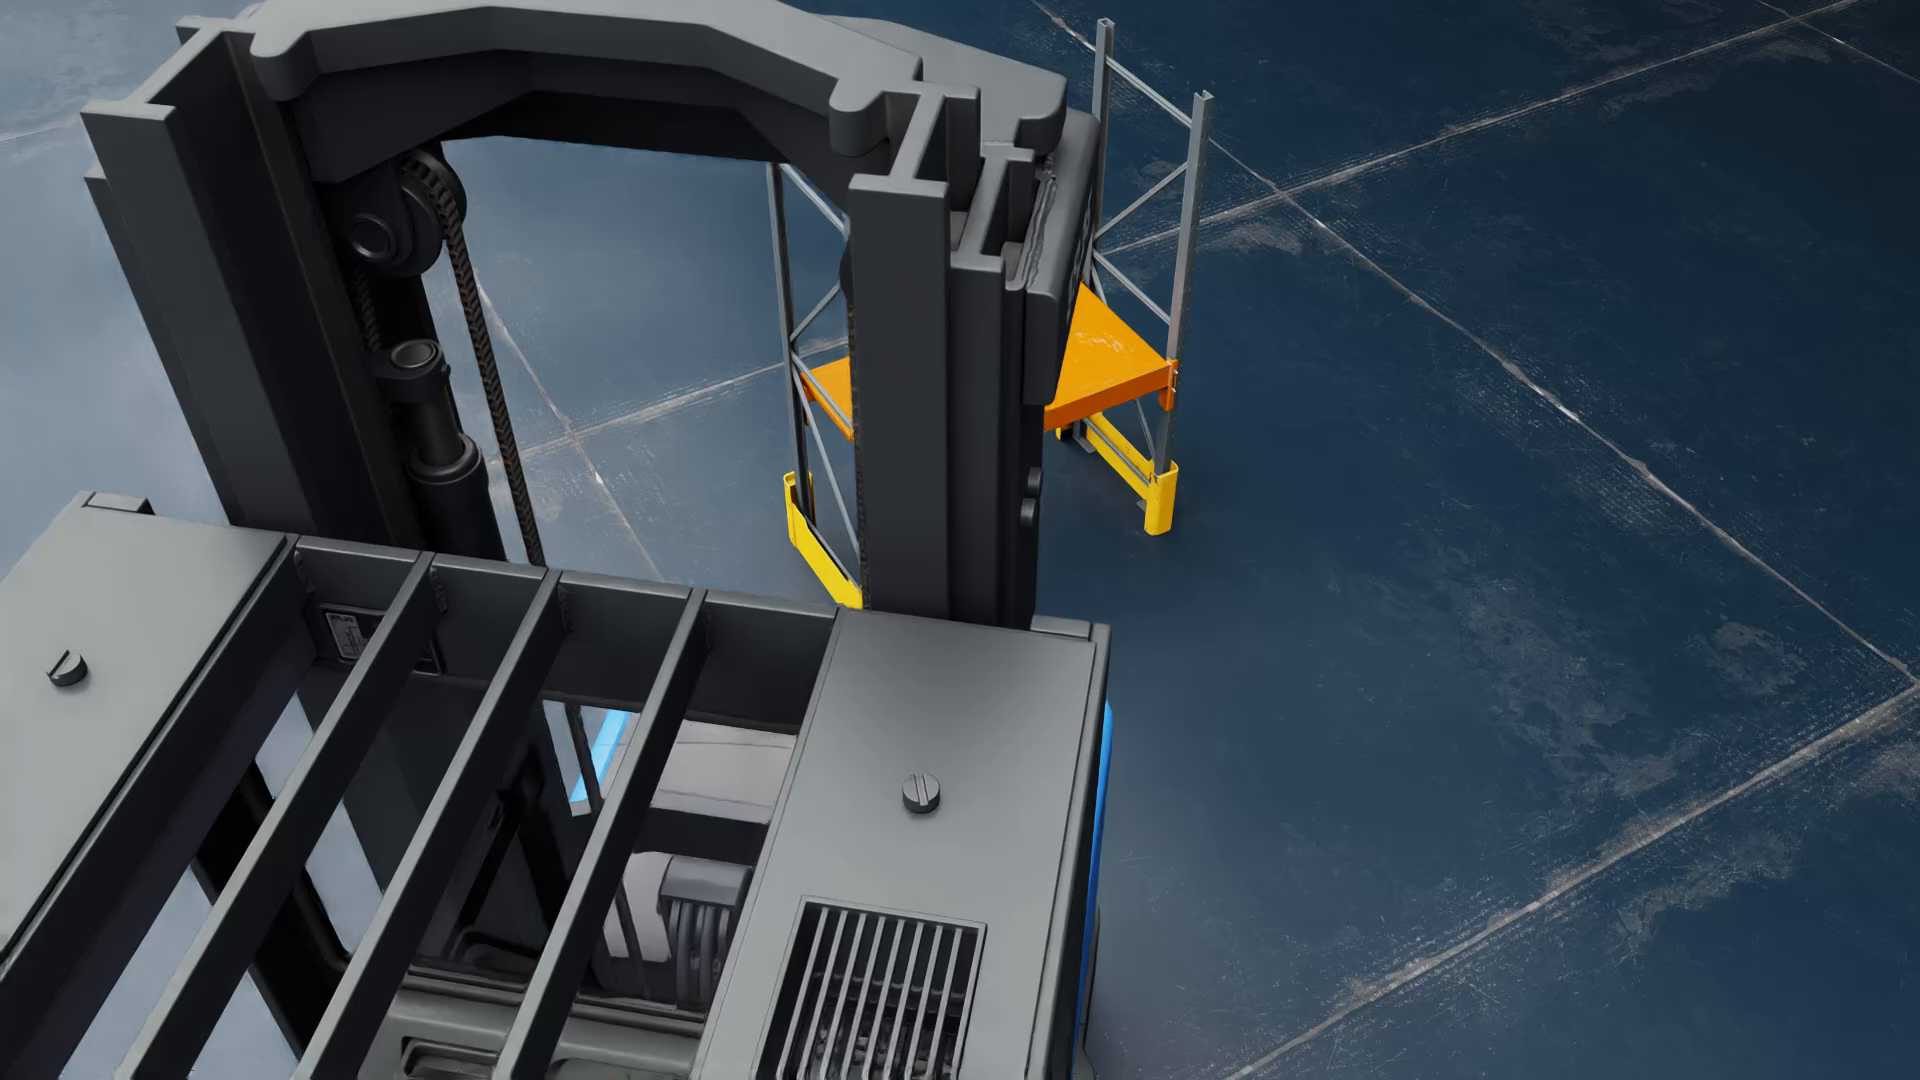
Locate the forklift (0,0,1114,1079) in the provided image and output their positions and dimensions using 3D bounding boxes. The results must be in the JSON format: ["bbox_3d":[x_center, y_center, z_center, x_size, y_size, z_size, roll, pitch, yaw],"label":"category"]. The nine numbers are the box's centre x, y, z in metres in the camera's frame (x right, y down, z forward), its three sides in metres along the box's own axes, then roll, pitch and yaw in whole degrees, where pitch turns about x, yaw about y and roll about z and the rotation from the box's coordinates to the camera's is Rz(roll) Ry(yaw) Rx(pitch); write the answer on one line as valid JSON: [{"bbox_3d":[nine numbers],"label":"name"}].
[{"bbox_3d":[-0.440,0.960,2.156,1.130,2.935,3.031,7,45,7],"label":"forklift"}]

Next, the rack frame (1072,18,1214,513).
[{"bbox_3d":[0.515,-0.744,4.940,0.032,1.500,0.500,-22,48,-21],"label":"rack frame"}]

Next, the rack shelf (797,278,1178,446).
[{"bbox_3d":[0.074,-0.439,4.883,1.000,0.185,0.538,-22,48,-21],"label":"rack shelf"}]

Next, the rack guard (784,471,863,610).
[{"bbox_3d":[-0.366,0.057,5.012,0.087,0.250,0.587,-22,48,-21],"label":"rack guard"}]

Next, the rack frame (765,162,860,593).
[{"bbox_3d":[-0.367,-0.391,4.576,0.032,1.500,0.500,-22,48,-21],"label":"rack frame"}]

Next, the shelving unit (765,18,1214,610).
[{"bbox_3d":[0.066,-0.565,4.755,1.083,1.500,0.587,-22,48,-21],"label":"shelving unit"}]

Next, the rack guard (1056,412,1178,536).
[{"bbox_3d":[0.498,-0.289,5.368,0.087,0.250,0.587,-22,48,-21],"label":"rack guard"}]
